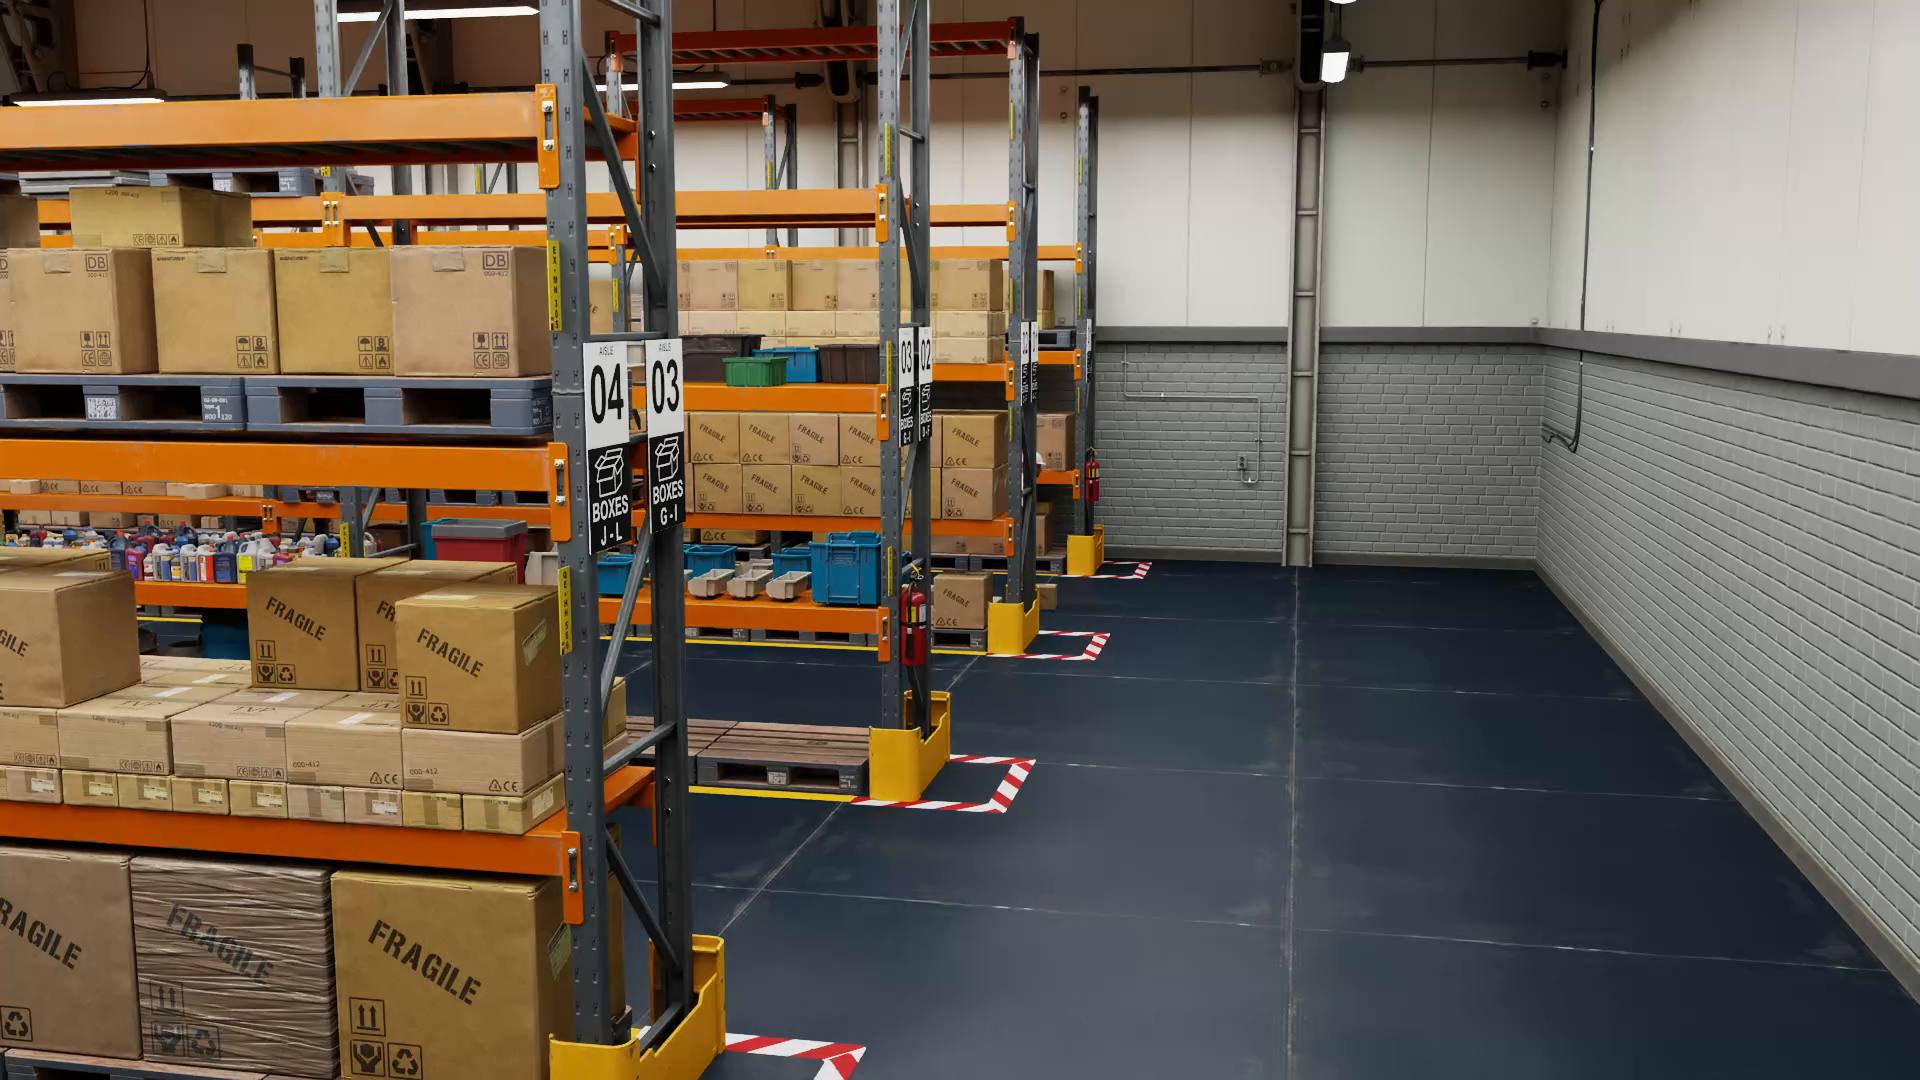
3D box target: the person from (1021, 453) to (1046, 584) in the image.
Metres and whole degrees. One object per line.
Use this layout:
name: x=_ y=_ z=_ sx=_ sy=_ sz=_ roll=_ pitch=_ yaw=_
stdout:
person: x=0.732 y=-0.116 z=18.580 sx=0.462 sy=1.761 sz=0.630 roll=1 pitch=8 yaw=11
